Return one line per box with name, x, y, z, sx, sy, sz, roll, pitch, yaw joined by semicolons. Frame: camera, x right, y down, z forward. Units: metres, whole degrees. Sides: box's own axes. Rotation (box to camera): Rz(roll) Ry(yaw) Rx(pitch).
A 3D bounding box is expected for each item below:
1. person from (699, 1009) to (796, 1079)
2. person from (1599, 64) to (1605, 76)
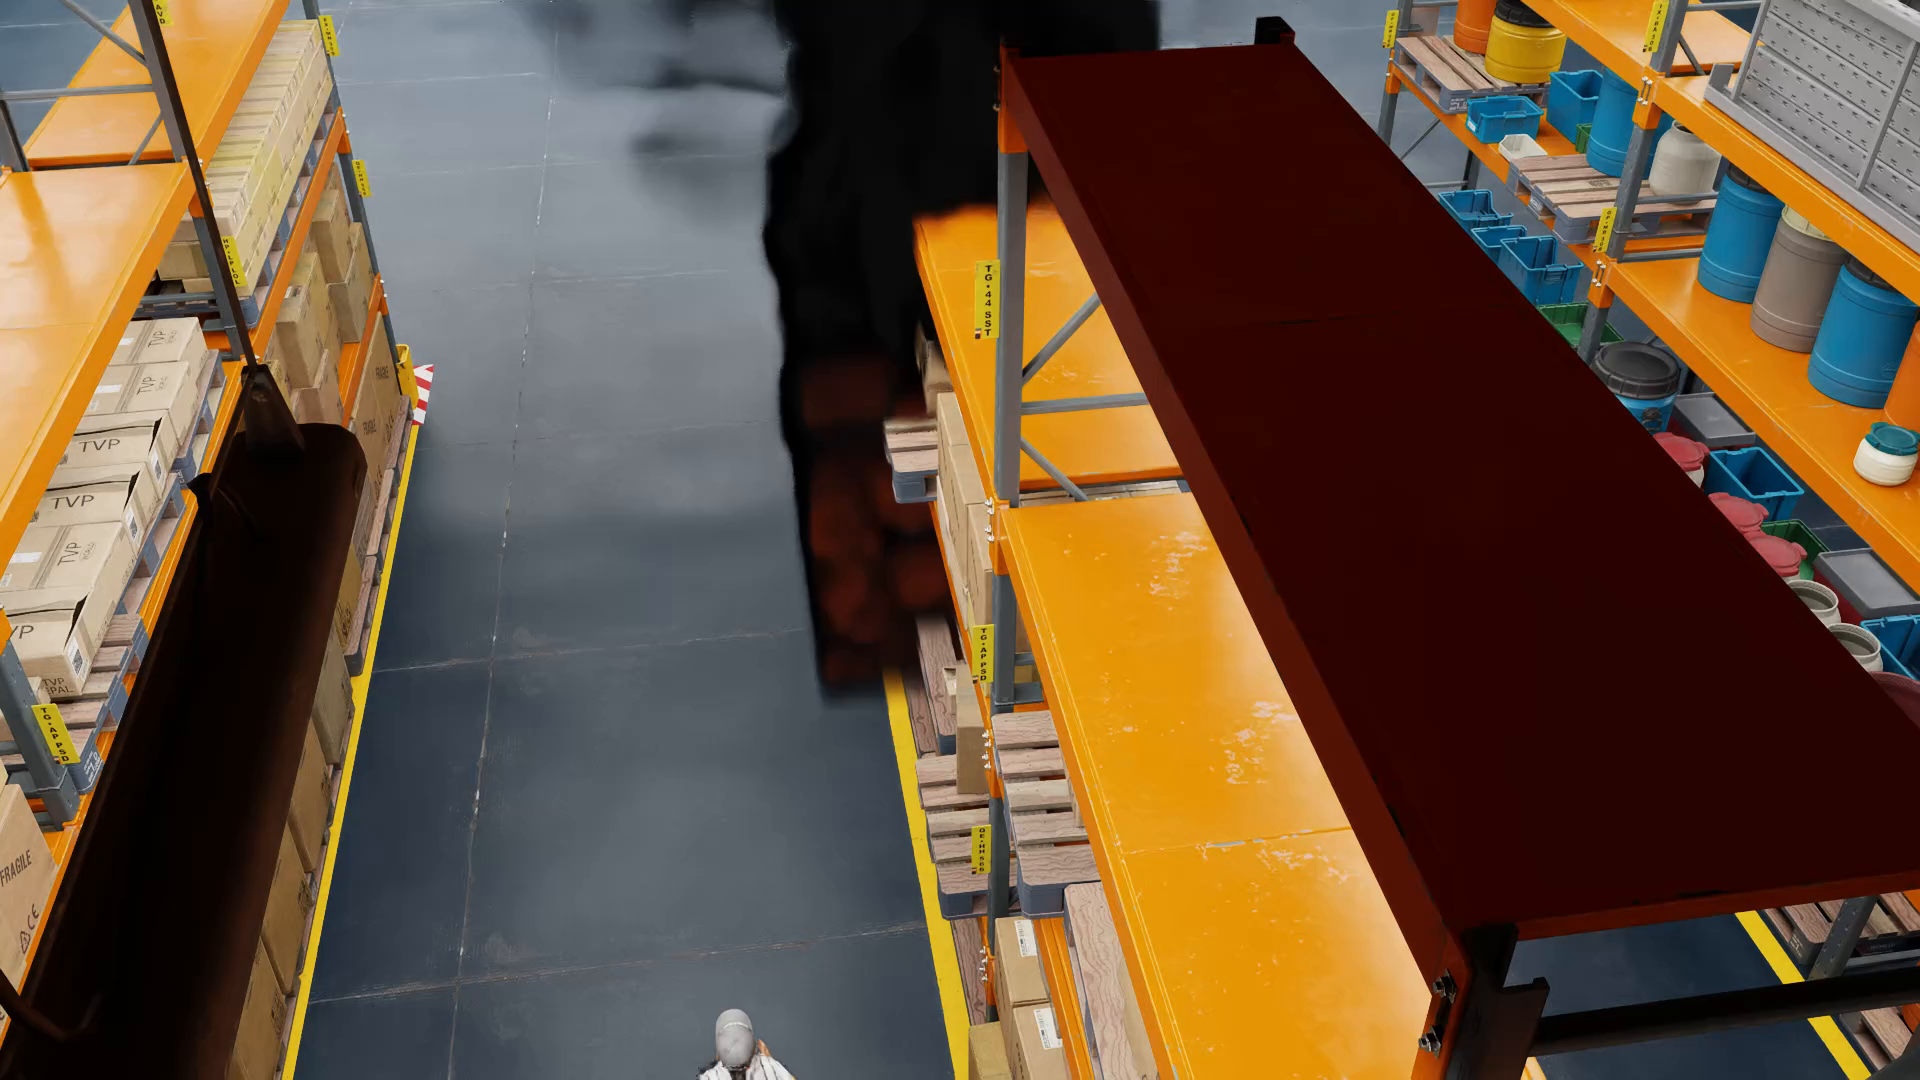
person;-1.013;2.818;7.801;0.571;1.722;0.660;-5;37;-7
person;6.965;-4.368;18.016;0.812;1.740;0.679;10;37;13
